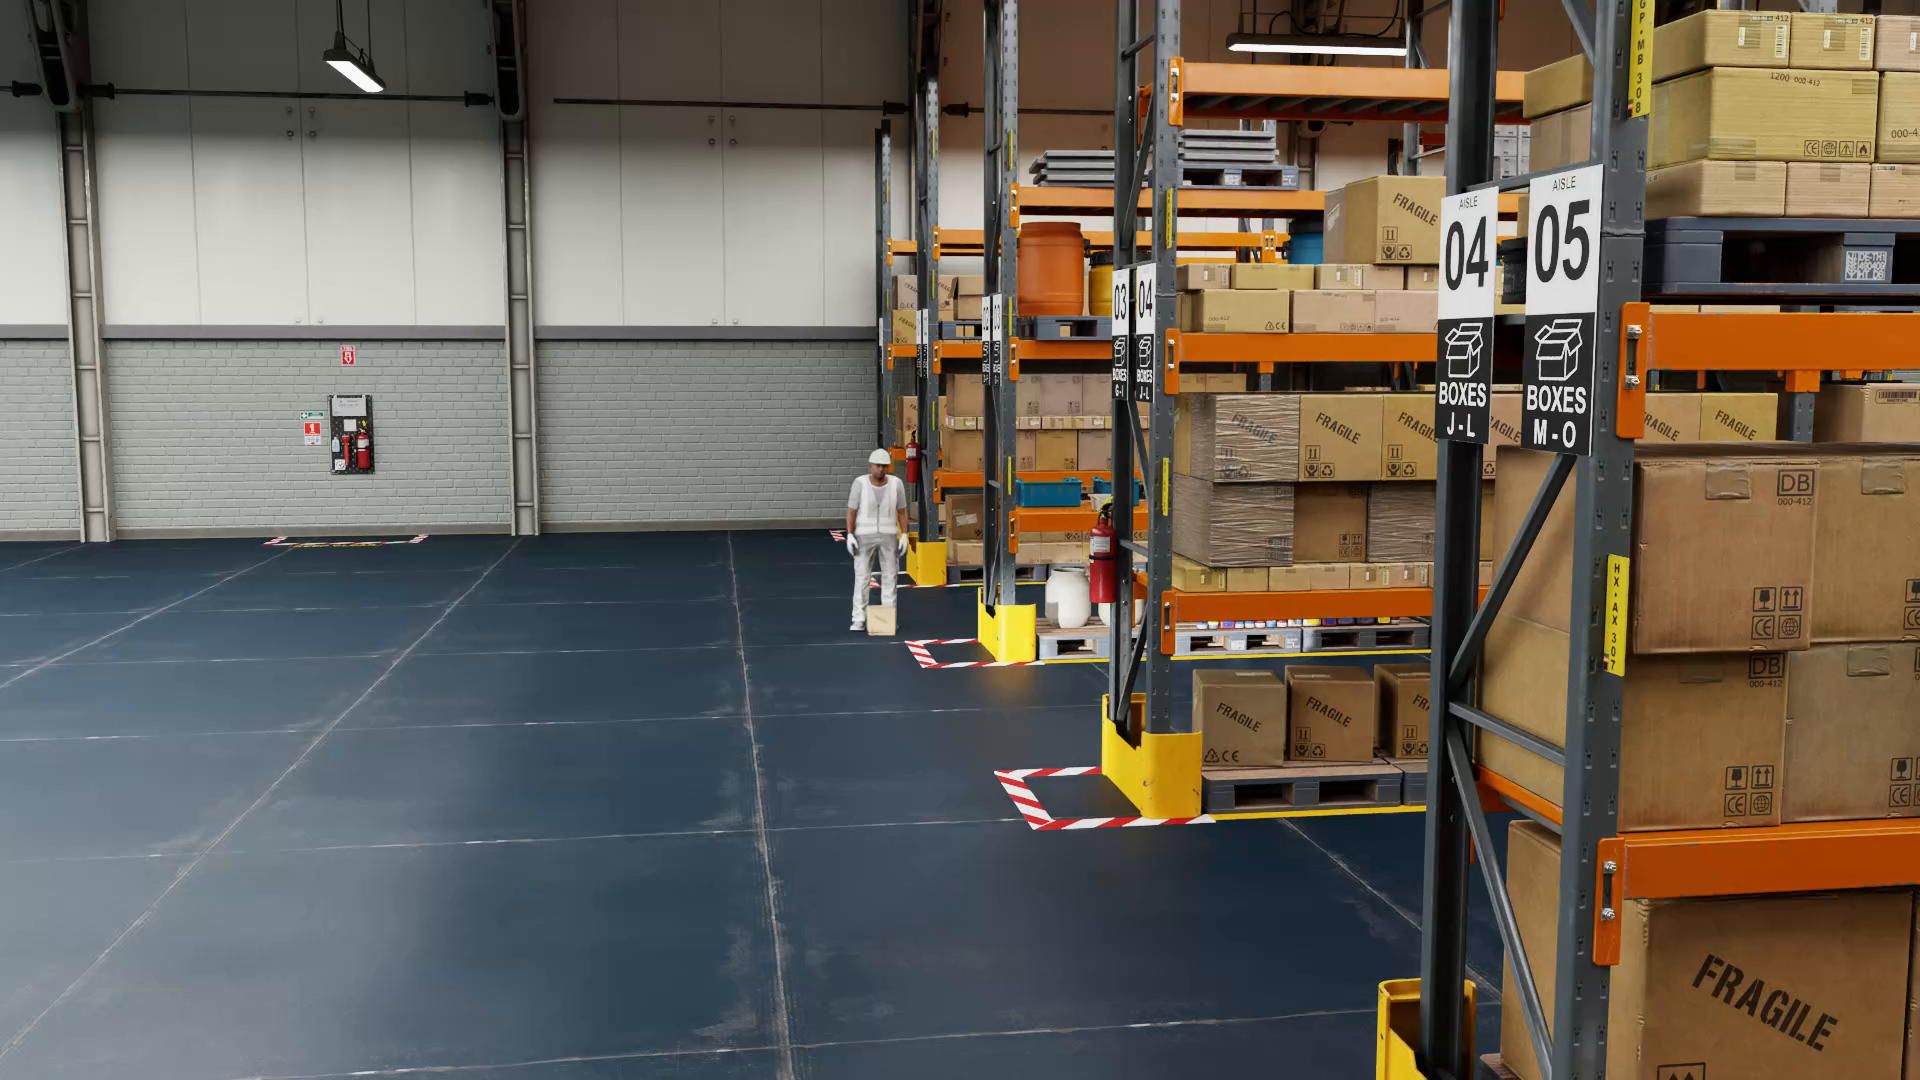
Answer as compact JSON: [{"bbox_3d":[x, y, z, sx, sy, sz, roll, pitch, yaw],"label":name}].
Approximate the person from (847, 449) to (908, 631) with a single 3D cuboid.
[{"bbox_3d":[-0.804,-0.006,16.221,0.603,1.774,0.446,-1,6,-9],"label":"person"}]
